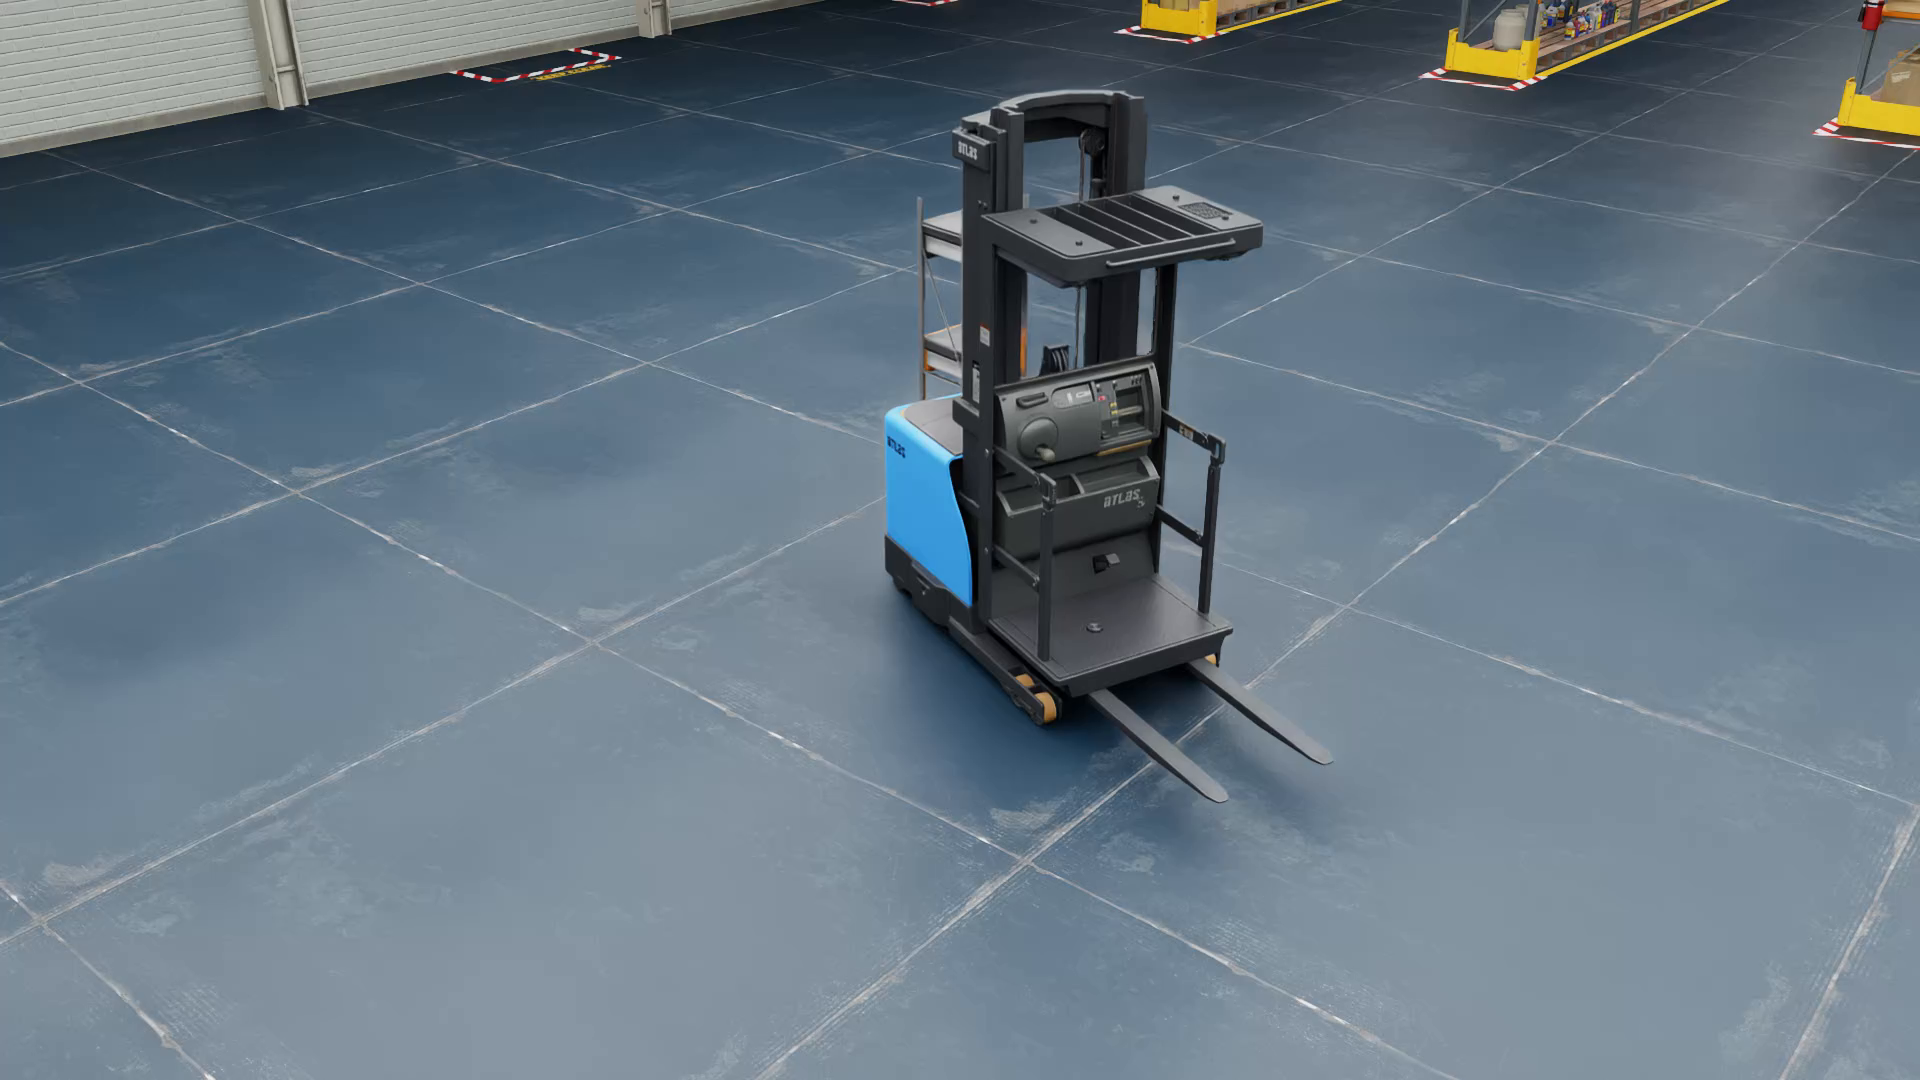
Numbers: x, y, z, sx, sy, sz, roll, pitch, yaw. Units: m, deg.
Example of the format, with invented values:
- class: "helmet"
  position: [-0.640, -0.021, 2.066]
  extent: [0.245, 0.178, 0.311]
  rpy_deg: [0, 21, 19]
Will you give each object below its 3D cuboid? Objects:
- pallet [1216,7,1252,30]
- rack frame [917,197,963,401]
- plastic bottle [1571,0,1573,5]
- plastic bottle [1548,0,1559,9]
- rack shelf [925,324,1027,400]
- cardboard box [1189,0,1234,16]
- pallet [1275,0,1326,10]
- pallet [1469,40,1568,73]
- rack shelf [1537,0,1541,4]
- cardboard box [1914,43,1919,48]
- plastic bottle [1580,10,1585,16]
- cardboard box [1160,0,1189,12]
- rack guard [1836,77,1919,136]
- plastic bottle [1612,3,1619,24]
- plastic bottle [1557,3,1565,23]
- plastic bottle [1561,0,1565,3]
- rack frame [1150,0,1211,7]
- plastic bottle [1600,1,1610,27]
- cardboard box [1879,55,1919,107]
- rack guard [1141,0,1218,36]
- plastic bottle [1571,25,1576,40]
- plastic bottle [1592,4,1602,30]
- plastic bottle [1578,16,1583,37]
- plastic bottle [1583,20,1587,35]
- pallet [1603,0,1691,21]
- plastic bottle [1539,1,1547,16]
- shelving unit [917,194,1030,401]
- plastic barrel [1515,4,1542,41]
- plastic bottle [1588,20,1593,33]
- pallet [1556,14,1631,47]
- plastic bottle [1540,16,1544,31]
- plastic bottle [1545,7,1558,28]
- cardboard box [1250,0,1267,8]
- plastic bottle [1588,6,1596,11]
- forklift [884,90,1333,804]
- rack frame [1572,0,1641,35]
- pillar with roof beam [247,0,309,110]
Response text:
- class: "pallet"
  position: [3.764, -8.097, 25.672]
  extent: [1.003, 0.211, 1.213]
  rpy_deg: [21, 34, 34]
- class: "rack frame"
  position: [-0.102, -0.947, 9.795]
  extent: [0.015, 2.100, 0.400]
  rpy_deg: [-23, 35, -37]
- class: "plastic bottle"
  position: [9.031, -7.872, 24.679]
  extent: [0.061, 0.283, 0.133]
  rpy_deg: [21, 34, 34]
- class: "plastic bottle"
  position: [8.721, -7.808, 24.483]
  extent: [0.144, 0.351, 0.185]
  rpy_deg: [19, 33, 32]
- class: "rack shelf"
  position: [0.077, -1.011, 9.948]
  extent: [0.480, 0.518, 0.431]
  rpy_deg: [-23, 35, -37]
- class: "cardboard box"
  position: [3.823, -8.142, 25.261]
  extent: [0.500, 0.250, 0.500]
  rpy_deg: [21, 34, 34]
- class: "pallet"
  position: [5.316, -8.962, 27.344]
  extent: [1.003, 0.211, 1.213]
  rpy_deg: [21, 34, 34]
- class: "pallet"
  position: [7.663, -6.692, 22.956]
  extent: [1.003, 0.211, 1.213]
  rpy_deg: [21, 34, 34]
- class: "rack shelf"
  position: [8.402, -7.993, 23.218]
  extent: [1.077, 0.370, 4.000]
  rpy_deg: [21, 34, 34]
- class: "cardboard box"
  position: [12.129, -5.887, 20.628]
  extent: [0.500, 0.500, 0.500]
  rpy_deg: [25, 36, 39]
- class: "plastic bottle"
  position: [8.971, -7.490, 23.940]
  extent: [0.061, 0.283, 0.133]
  rpy_deg: [21, 34, 34]
- class: "cardboard box"
  position: [3.423, -8.294, 25.553]
  extent: [0.500, 0.250, 0.500]
  rpy_deg: [21, 34, 34]
- class: "rack guard"
  position: [11.000, -5.072, 19.511]
  extent: [1.175, 0.500, 0.348]
  rpy_deg: [21, 34, 34]
- class: "plastic bottle"
  position: [9.623, -7.743, 24.431]
  extent: [0.061, 0.283, 0.133]
  rpy_deg: [23, 35, 37]
- class: "plastic bottle"
  position: [8.842, -7.753, 24.463]
  extent: [0.097, 0.271, 0.097]
  rpy_deg: [0, 27, 0]
- class: "plastic bottle"
  position: [8.949, -7.899, 24.741]
  extent: [0.152, 0.276, 0.135]
  rpy_deg: [22, 35, 36]
- class: "rack frame"
  position: [3.310, -9.052, 24.483]
  extent: [1.000, 3.000, 0.127]
  rpy_deg: [21, 34, 34]
- class: "plastic bottle"
  position: [9.365, -7.660, 24.196]
  extent: [0.144, 0.351, 0.185]
  rpy_deg: [19, 33, 32]
- class: "cardboard box"
  position: [11.362, -5.448, 19.781]
  extent: [0.500, 0.500, 0.500]
  rpy_deg: [-21, 34, -35]
- class: "rack guard"
  position: [3.295, -7.933, 25.041]
  extent: [1.175, 0.500, 0.348]
  rpy_deg: [21, 34, 34]
- class: "plastic bottle"
  position: [8.590, -7.144, 23.362]
  extent: [0.097, 0.201, 0.097]
  rpy_deg: [0, 27, 0]
- class: "plastic bottle"
  position: [9.160, -7.545, 23.974]
  extent: [0.144, 0.351, 0.185]
  rpy_deg: [21, 34, 34]
- class: "plastic bottle"
  position: [8.742, -7.260, 23.510]
  extent: [0.097, 0.271, 0.097]
  rpy_deg: [0, 27, 0]
- class: "plastic bottle"
  position: [8.869, -7.299, 23.662]
  extent: [0.097, 0.201, 0.097]
  rpy_deg: [0, 27, 0]
- class: "pallet"
  position: [10.920, -8.507, 26.465]
  extent: [1.003, 0.211, 1.213]
  rpy_deg: [21, 34, 34]
- class: "plastic bottle"
  position: [8.450, -7.658, 24.192]
  extent: [0.144, 0.351, 0.185]
  rpy_deg: [20, 34, 34]
- class: "shelving unit"
  position: [0.077, -1.023, 9.942]
  extent: [0.503, 2.100, 0.431]
  rpy_deg: [-23, 35, -37]
- class: "plastic barrel"
  position: [7.809, -7.118, 22.995]
  extent: [0.421, 0.512, 0.421]
  rpy_deg: [0, 27, 0]
- class: "plastic bottle"
  position: [8.999, -7.372, 23.803]
  extent: [0.097, 0.201, 0.097]
  rpy_deg: [0, 27, 0]
- class: "pallet"
  position: [9.215, -7.557, 24.628]
  extent: [1.003, 0.211, 1.213]
  rpy_deg: [21, 34, 34]
- class: "plastic bottle"
  position: [8.338, -7.436, 23.925]
  extent: [0.097, 0.201, 0.097]
  rpy_deg: [0, 27, 0]
- class: "plastic bottle"
  position: [8.581, -7.590, 24.143]
  extent: [0.152, 0.276, 0.135]
  rpy_deg: [21, 34, 34]
- class: "cardboard box"
  position: [4.457, -8.498, 25.948]
  extent: [0.500, 0.250, 0.500]
  rpy_deg: [21, 34, 34]
- class: "plastic bottle"
  position: [9.235, -7.661, 24.279]
  extent: [0.152, 0.276, 0.135]
  rpy_deg: [21, 34, 34]
- class: "forklift"
  position: [0.718, -0.603, 8.225]
  extent: [1.130, 2.935, 3.031]
  rpy_deg: [-14, 31, -26]
- class: "rack frame"
  position: [9.674, -9.021, 24.424]
  extent: [1.000, 3.000, 0.127]
  rpy_deg: [21, 34, 34]
- class: "pillar with roof beam"
  position: [-5.048, -8.151, 16.213]
  extent: [9.100, 9.000, 0.400]
  rpy_deg: [21, 34, 34]
